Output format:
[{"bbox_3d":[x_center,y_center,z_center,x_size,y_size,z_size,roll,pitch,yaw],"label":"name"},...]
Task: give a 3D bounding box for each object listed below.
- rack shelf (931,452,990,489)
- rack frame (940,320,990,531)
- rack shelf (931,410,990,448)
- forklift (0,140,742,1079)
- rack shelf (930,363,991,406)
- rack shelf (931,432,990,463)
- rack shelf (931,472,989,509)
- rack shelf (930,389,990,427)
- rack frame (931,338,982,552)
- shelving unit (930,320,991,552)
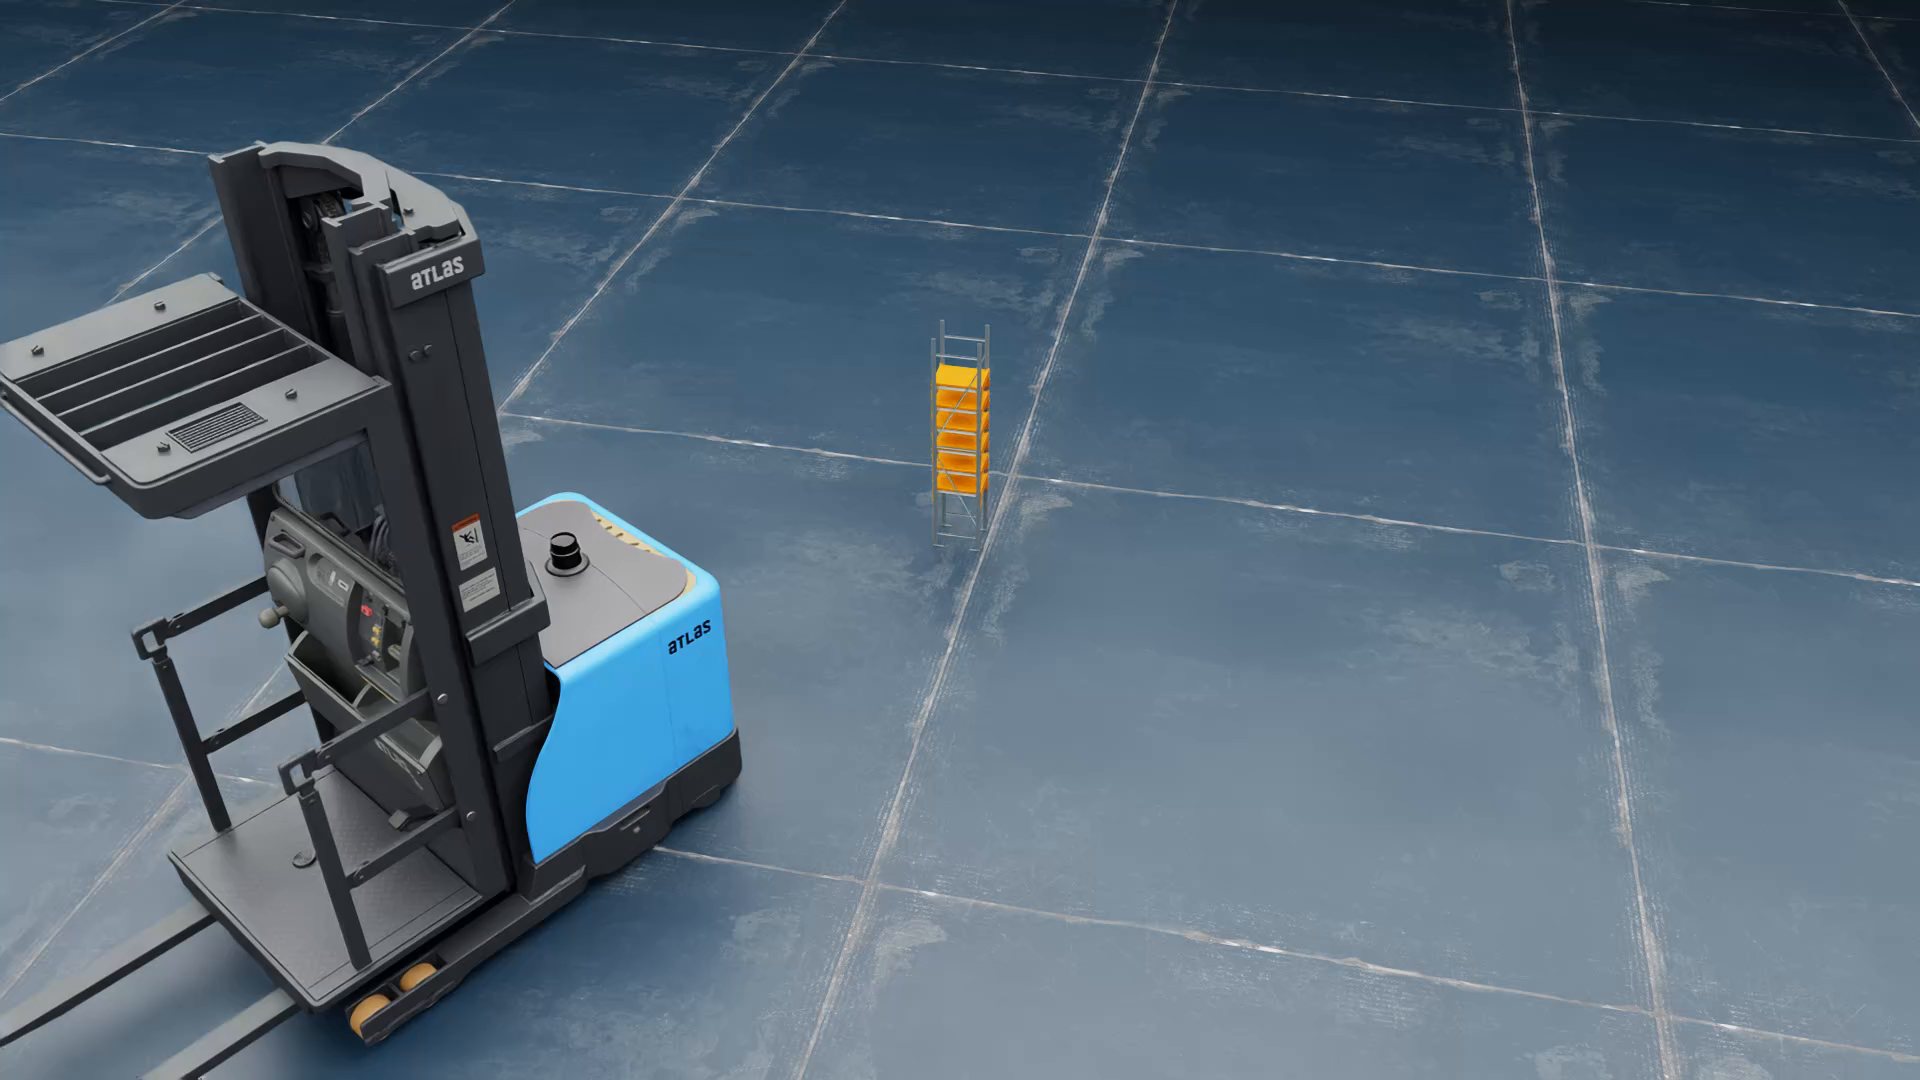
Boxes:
[{"bbox_3d":[0.003,-0.361,8.276,0.258,0.103,0.180,7,37,10],"label":"rack shelf"},{"bbox_3d":[0.023,-0.547,8.252,0.240,1.200,0.006,7,37,10],"label":"rack frame"},{"bbox_3d":[0.003,-0.555,8.135,0.258,0.103,0.180,7,37,10],"label":"rack shelf"},{"bbox_3d":[-2.289,0.287,5.627,1.130,2.935,3.031,28,44,33],"label":"forklift"},{"bbox_3d":[0.003,-0.750,7.994,0.258,0.103,0.180,7,37,10],"label":"rack shelf"},{"bbox_3d":[0.003,-0.458,8.206,0.258,0.103,0.180,7,37,10],"label":"rack shelf"},{"bbox_3d":[0.003,-0.264,8.346,0.258,0.103,0.180,7,37,10],"label":"rack shelf"},{"bbox_3d":[0.003,-0.652,8.065,0.258,0.103,0.180,7,37,10],"label":"rack shelf"},{"bbox_3d":[-0.016,-0.442,8.107,0.240,1.200,0.006,7,37,10],"label":"rack frame"},{"bbox_3d":[0.003,-0.494,8.179,0.258,1.200,0.189,7,37,10],"label":"shelving unit"}]
